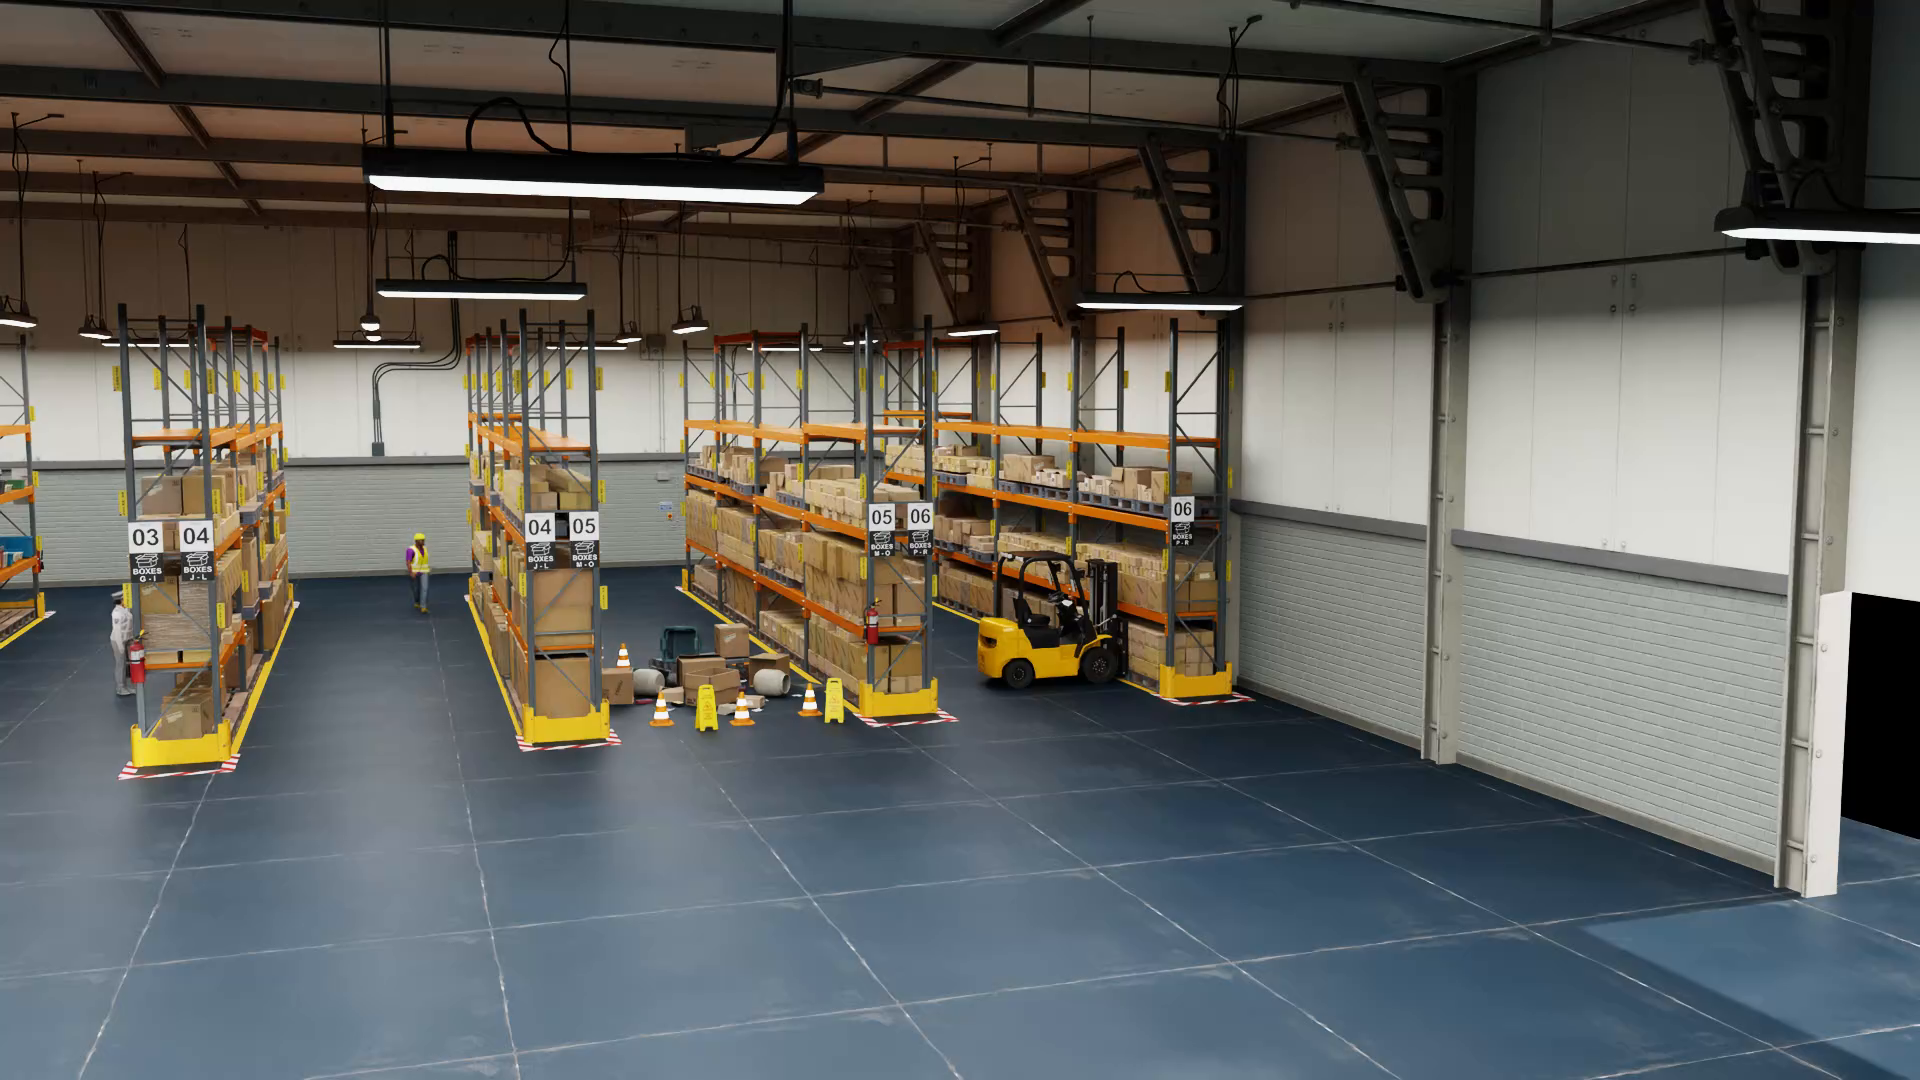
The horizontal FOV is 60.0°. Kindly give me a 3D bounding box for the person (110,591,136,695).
[{"bbox_3d":[-13.417,1.641,26.650,0.355,1.688,0.524,0,5,1],"label":"person"}]

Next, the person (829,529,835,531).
[{"bbox_3d":[-3.141,0.163,42.313,0.480,1.677,0.409,1,6,10],"label":"person"}]

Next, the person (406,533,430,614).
[{"bbox_3d":[-11.782,0.719,36.182,0.492,1.729,1.022,-1,6,-15],"label":"person"}]
